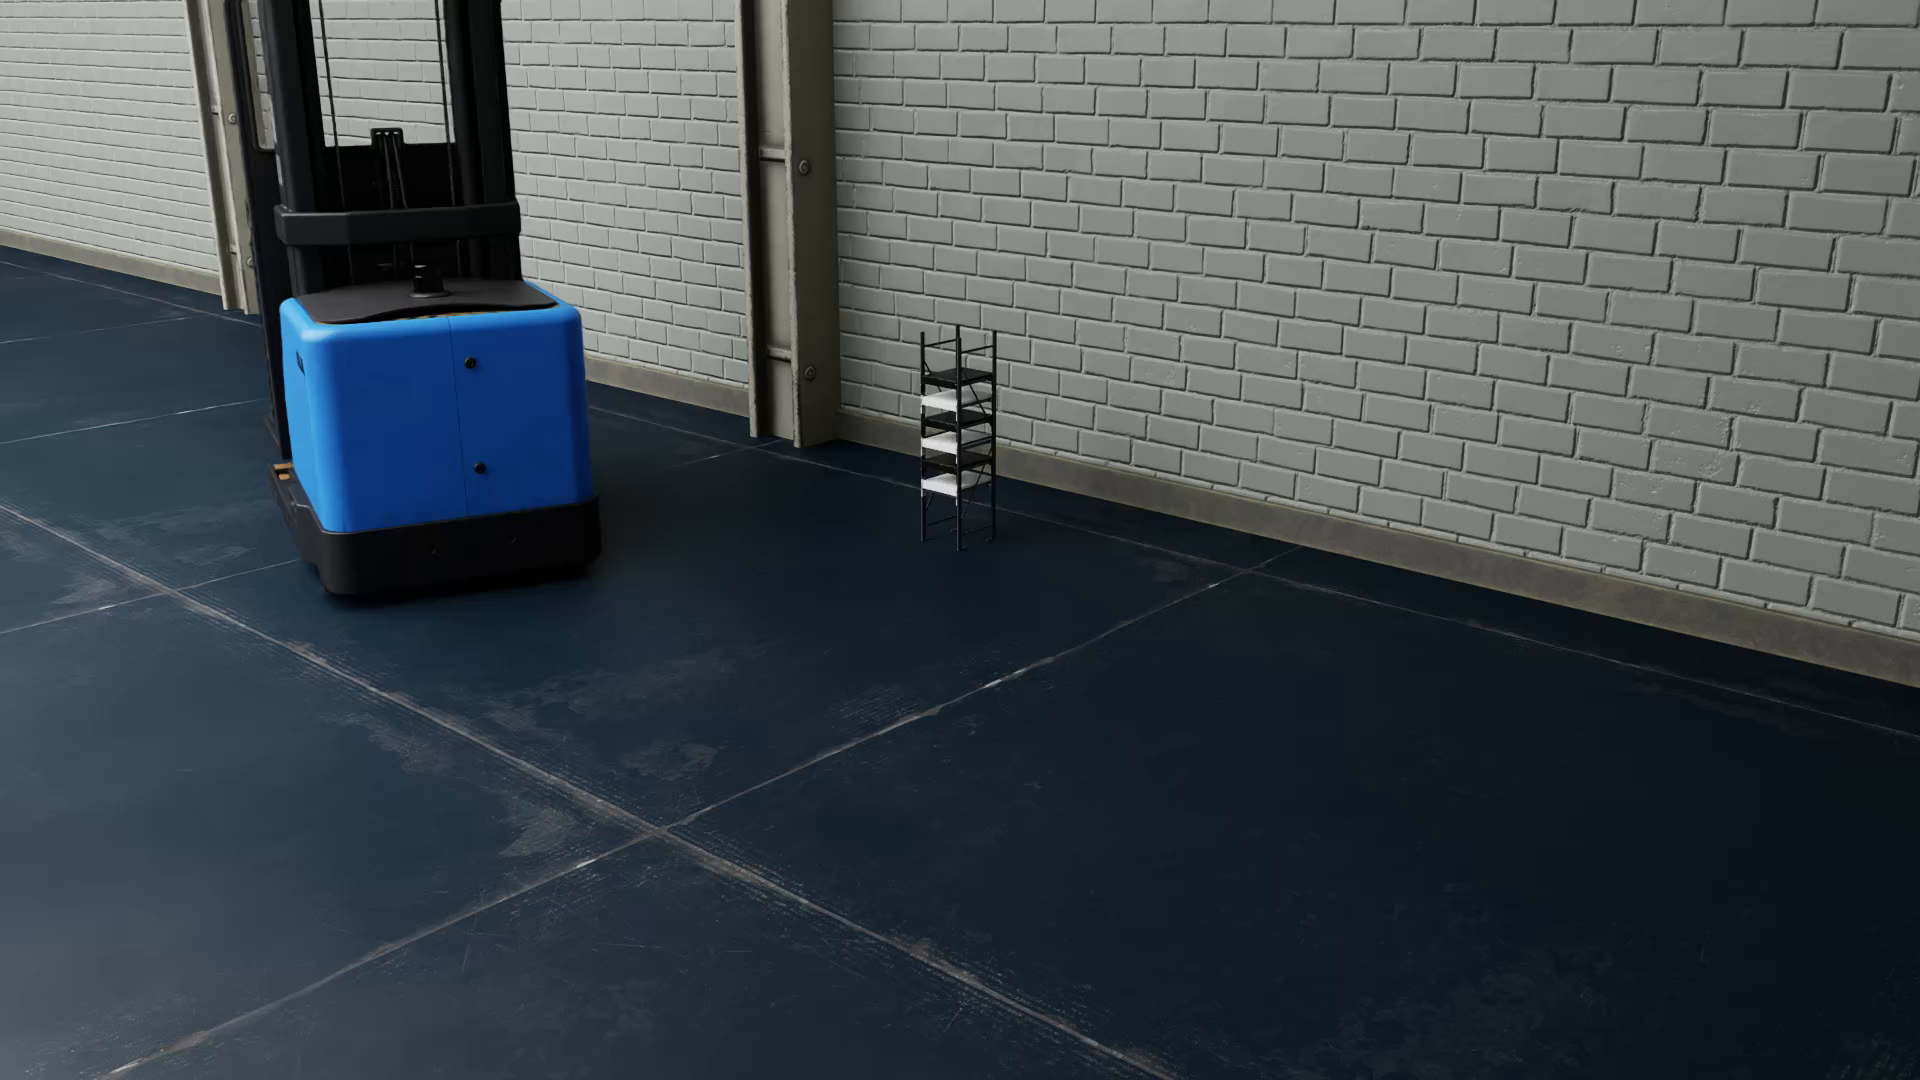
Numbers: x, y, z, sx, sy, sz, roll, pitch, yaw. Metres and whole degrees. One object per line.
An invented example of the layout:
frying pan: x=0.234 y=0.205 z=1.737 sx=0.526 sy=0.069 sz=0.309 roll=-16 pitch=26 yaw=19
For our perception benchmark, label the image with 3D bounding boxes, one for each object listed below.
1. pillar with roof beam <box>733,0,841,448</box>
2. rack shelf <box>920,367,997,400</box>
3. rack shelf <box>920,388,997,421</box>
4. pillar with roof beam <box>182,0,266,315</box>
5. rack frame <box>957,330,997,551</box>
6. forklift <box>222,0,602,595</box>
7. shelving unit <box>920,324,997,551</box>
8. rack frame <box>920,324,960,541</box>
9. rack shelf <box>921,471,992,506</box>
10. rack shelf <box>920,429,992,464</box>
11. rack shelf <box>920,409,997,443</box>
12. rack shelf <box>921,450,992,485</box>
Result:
pillar with roof beam: x=-3.729 y=-3.867 z=4.419 sx=0.400 sy=9.000 sz=9.100 roll=15 pitch=23 yaw=39
rack shelf: x=-0.006 y=-0.656 z=6.909 sx=0.200 sy=0.077 sz=0.258 roll=15 pitch=23 yaw=39
rack shelf: x=-0.006 y=-0.570 z=6.936 sx=0.200 sy=0.077 sz=0.258 roll=15 pitch=23 yaw=39
pillar with roof beam: x=-8.217 y=-5.071 z=8.215 sx=0.400 sy=9.000 sz=9.100 roll=15 pitch=23 yaw=39
rack frame: x=0.070 y=-0.410 z=6.916 sx=0.006 sy=0.900 sz=0.240 roll=15 pitch=23 yaw=39
forklift: x=-2.568 y=-1.592 z=7.283 sx=1.130 sy=2.935 sz=3.031 roll=-9 pitch=20 yaw=-26
shelving unit: x=-0.006 y=-0.431 z=6.981 sx=0.210 sy=0.900 sz=0.258 roll=15 pitch=23 yaw=39
rack frame: x=-0.082 y=-0.451 z=7.045 sx=0.006 sy=0.900 sz=0.240 roll=15 pitch=23 yaw=39
rack shelf: x=-0.006 y=-0.227 z=7.045 sx=0.200 sy=0.077 sz=0.258 roll=15 pitch=23 yaw=39
rack shelf: x=-0.006 y=-0.399 z=6.991 sx=0.200 sy=0.077 sz=0.258 roll=15 pitch=23 yaw=39
rack shelf: x=-0.006 y=-0.485 z=6.964 sx=0.200 sy=0.077 sz=0.258 roll=15 pitch=23 yaw=39
rack shelf: x=-0.006 y=-0.313 z=7.018 sx=0.200 sy=0.077 sz=0.258 roll=15 pitch=23 yaw=39
